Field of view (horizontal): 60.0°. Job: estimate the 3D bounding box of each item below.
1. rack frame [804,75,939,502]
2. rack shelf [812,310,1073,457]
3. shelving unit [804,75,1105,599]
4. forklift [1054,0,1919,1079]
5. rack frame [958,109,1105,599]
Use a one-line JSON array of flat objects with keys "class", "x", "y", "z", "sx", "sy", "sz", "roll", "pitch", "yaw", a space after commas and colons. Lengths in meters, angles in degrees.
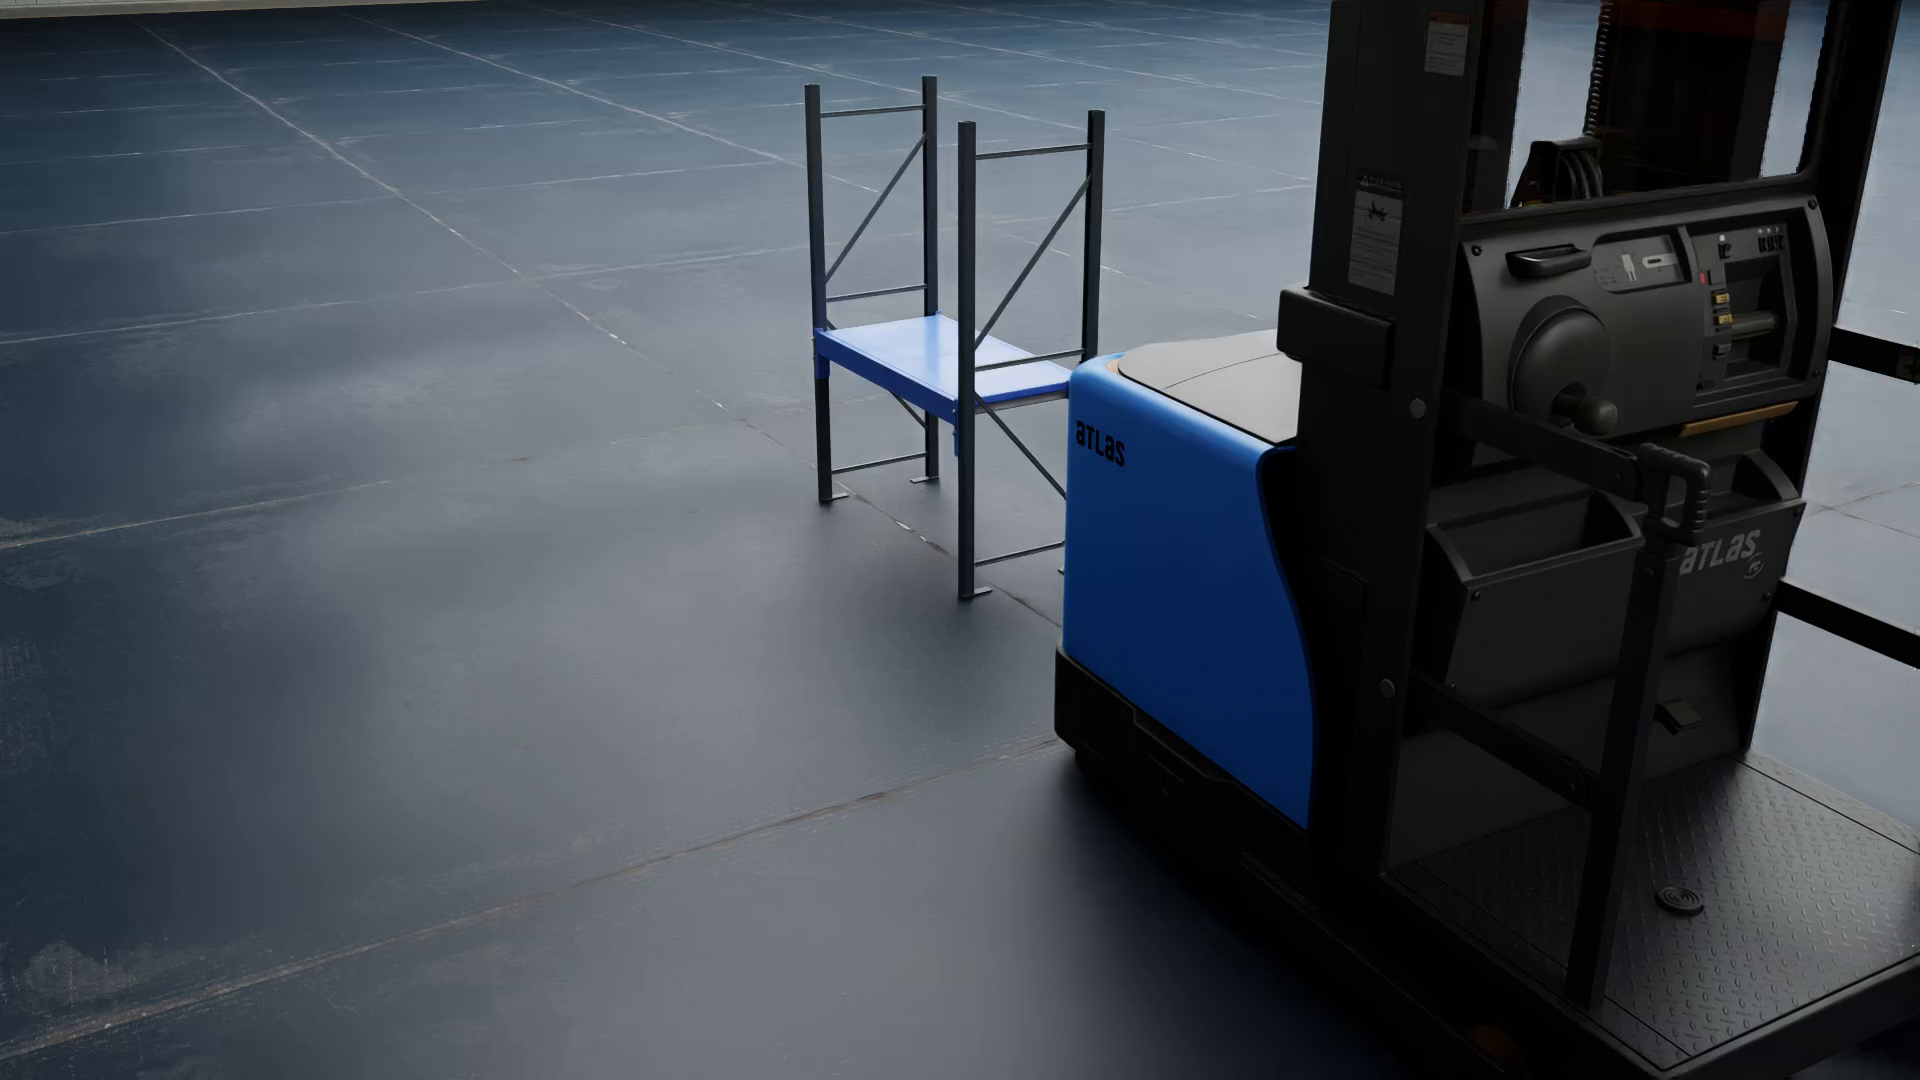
[{"class": "rack frame", "x": -0.303, "y": -0.887, "z": 6.002, "sx": 0.500, "sy": 1.500, "sz": 0.032, "roll": -13, "pitch": 25, "yaw": -28}, {"class": "rack shelf", "x": -0.044, "y": -0.556, "z": 5.665, "sx": 0.538, "sy": 0.185, "sz": 1.000, "roll": -13, "pitch": 25, "yaw": -28}, {"class": "shelving unit", "x": -0.044, "y": -0.722, "z": 5.597, "sx": 0.538, "sy": 1.500, "sz": 1.048, "roll": -13, "pitch": 25, "yaw": -28}, {"class": "forklift", "x": 1.390, "y": -0.401, "z": 2.905, "sx": 1.130, "sy": 2.935, "sz": 3.031, "roll": -11, "pitch": 25, "yaw": -26}, {"class": "rack frame", "x": 0.216, "y": -0.558, "z": 5.192, "sx": 0.500, "sy": 1.500, "sz": 0.032, "roll": -13, "pitch": 25, "yaw": -28}]
